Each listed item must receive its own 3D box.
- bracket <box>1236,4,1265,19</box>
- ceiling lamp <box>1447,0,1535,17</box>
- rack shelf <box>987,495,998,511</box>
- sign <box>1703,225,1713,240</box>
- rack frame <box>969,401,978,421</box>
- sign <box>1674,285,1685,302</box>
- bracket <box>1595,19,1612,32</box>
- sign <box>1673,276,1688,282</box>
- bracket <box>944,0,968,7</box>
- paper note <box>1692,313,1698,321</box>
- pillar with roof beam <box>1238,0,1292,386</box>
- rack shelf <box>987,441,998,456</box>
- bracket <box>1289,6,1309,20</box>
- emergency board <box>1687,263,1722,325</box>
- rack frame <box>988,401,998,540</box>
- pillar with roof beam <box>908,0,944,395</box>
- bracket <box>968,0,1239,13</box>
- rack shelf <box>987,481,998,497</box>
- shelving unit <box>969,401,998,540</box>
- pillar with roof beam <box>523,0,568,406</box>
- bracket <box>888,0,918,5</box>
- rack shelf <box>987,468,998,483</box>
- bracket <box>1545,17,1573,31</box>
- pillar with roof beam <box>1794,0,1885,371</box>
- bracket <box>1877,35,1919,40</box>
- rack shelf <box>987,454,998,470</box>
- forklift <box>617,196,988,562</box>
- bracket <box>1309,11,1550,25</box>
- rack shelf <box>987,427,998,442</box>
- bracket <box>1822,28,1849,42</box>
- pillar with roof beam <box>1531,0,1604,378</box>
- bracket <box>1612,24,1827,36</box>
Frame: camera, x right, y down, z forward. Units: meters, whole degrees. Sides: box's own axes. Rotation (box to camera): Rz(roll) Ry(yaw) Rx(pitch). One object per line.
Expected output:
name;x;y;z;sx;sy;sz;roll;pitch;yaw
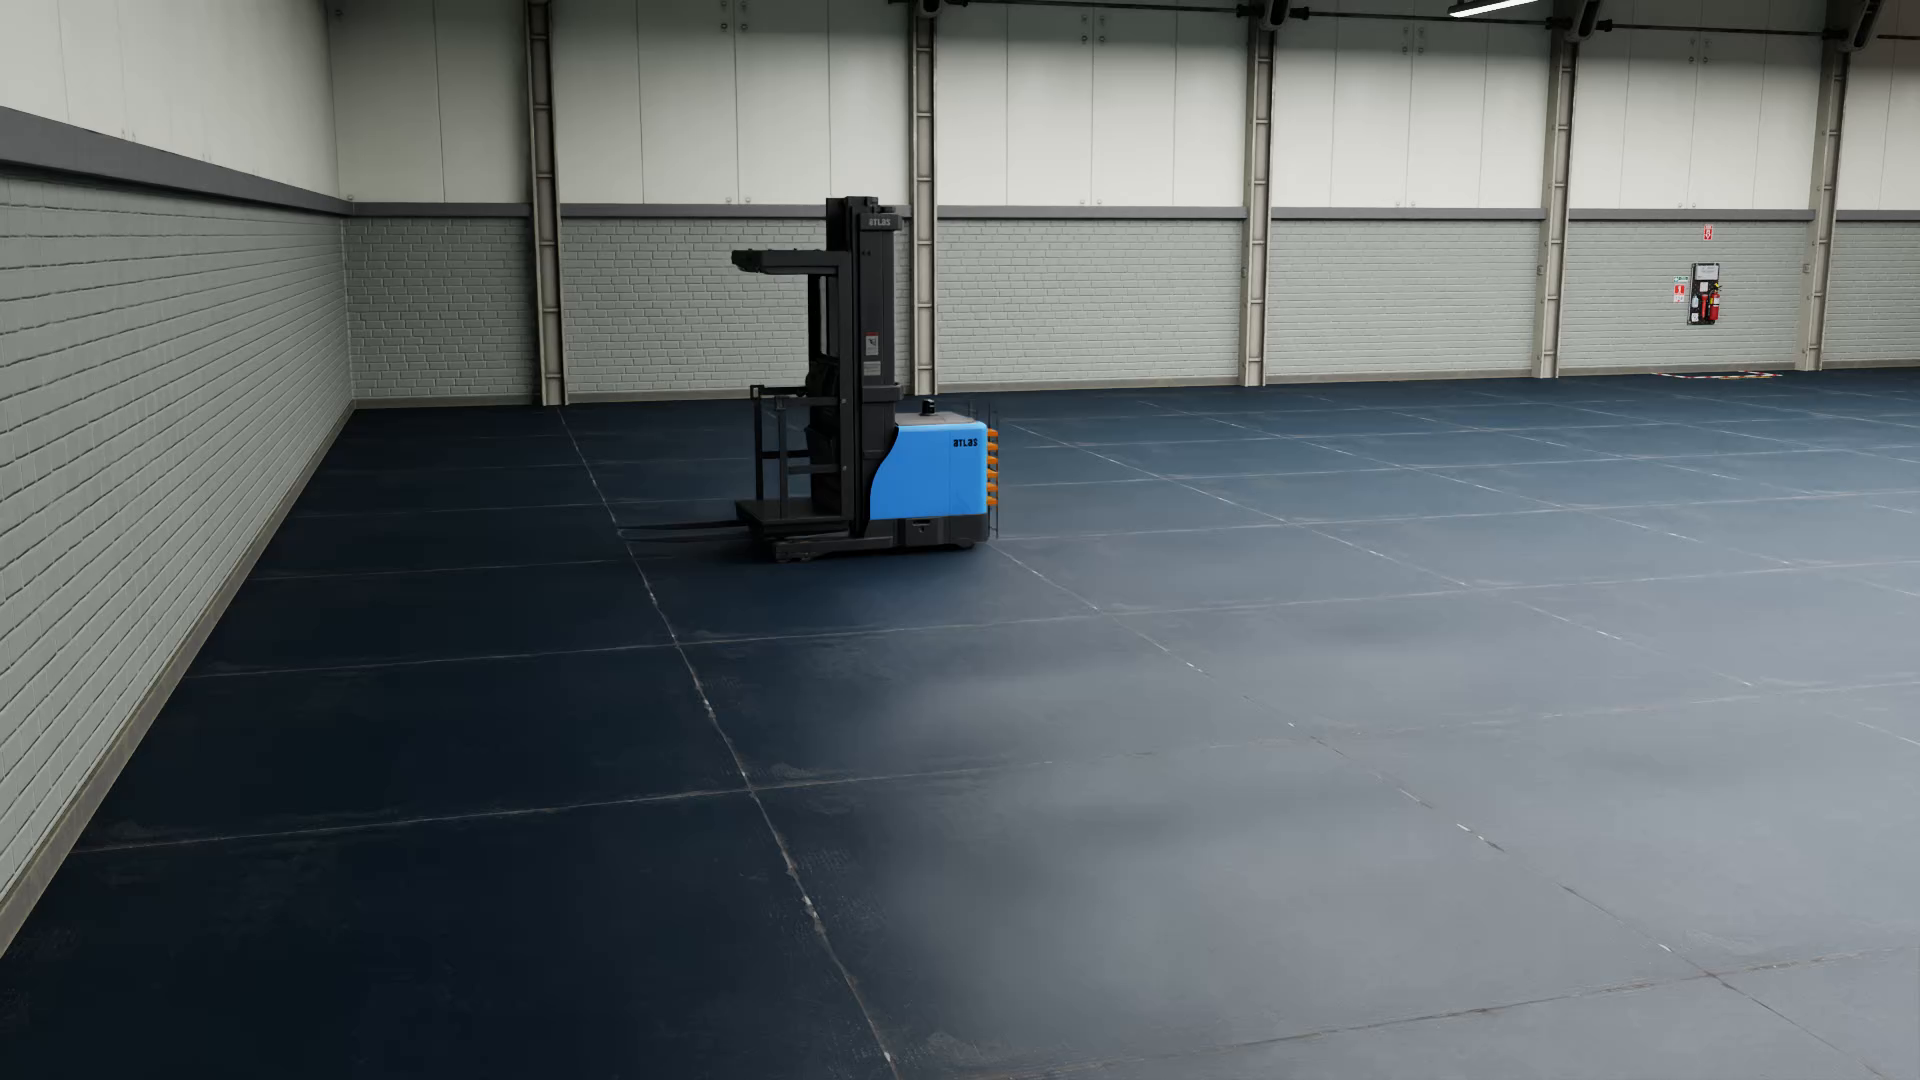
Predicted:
bracket;4.858;-8.852;27.835;0.430;0.232;0.235;-3;11;-16
ceiling lamp;7.479;-9.222;23.666;0.800;3.185;2.000;-3;11;-16
rack shelf;0.204;-0.323;14.556;0.180;0.103;0.258;-3;11;-18
sign;14.260;-5.860;31.691;0.199;0.298;0.001;-3;11;-16
rack frame;0.117;-0.597;14.477;0.006;1.200;0.240;-3;11;-18
sign;13.736;-4.711;31.751;0.234;0.329;0.001;-3;11;-16
bracket;11.416;-9.198;29.713;0.430;0.232;0.235;-3;11;-16
sign;13.743;-4.970;31.696;0.331;0.109;0.001;-3;11;-16
bracket;-0.106;-8.591;26.414;0.430;0.232;0.235;-3;11;-16
paper note;14.106;-4.273;31.905;0.142;0.148;0.016;-3;11;-16
pillar with roof beam;6.360;-6.416;24.546;0.548;9.000;9.100;-3;11;-16
rack shelf;0.204;-0.795;14.469;0.180;0.103;0.258;-3;11;-18
bracket;5.655;-8.894;28.064;0.430;0.232;0.235;-3;11;-16
emergency board;14.295;-4.703;31.809;0.643;1.169;0.194;-3;11;-16
rack frame;0.291;-0.608;14.533;0.006;1.200;0.240;-3;11;-18
pillar with roof beam;0.599;-6.113;22.896;0.548;9.000;9.100;-3;11;-16
bracket;2.368;-8.721;27.123;4.783;0.066;0.076;-3;11;-16
rack shelf;0.204;-0.441;14.535;0.180;0.103;0.258;-3;11;-18
shelving unit;0.204;-0.602;14.505;0.189;1.200;0.258;-3;11;-18
pillar with roof beam;-5.161;-5.809;21.247;0.548;9.000;9.100;-3;11;-16
bracket;-0.903;-8.549;26.186;0.430;0.232;0.235;-3;11;-16
rack shelf;0.204;-0.559;14.513;0.180;0.103;0.258;-3;11;-18
bracket;10.619;-9.156;29.485;0.430;0.232;0.235;-3;11;-16
pillar with roof beam;17.882;-7.024;27.844;0.548;9.000;9.100;-3;11;-16
bracket;19.650;-9.632;32.070;4.783;0.066;0.076;-3;11;-16
rack shelf;0.204;-0.677;14.491;0.180;0.103;0.258;-3;11;-18
forklift;-1.333;-1.366;13.869;3.031;2.935;1.130;-3;11;-18
bracket;8.129;-9.025;28.772;4.783;0.066;0.076;-3;11;-16
rack shelf;0.204;-0.913;14.448;0.180;0.103;0.258;-3;11;-18
bracket;16.380;-9.460;31.134;0.430;0.232;0.235;-3;11;-16
pillar with roof beam;12.121;-6.720;26.195;0.548;9.000;9.100;-3;11;-16
bracket;13.889;-9.328;30.421;4.783;0.066;0.076;-3;11;-16
